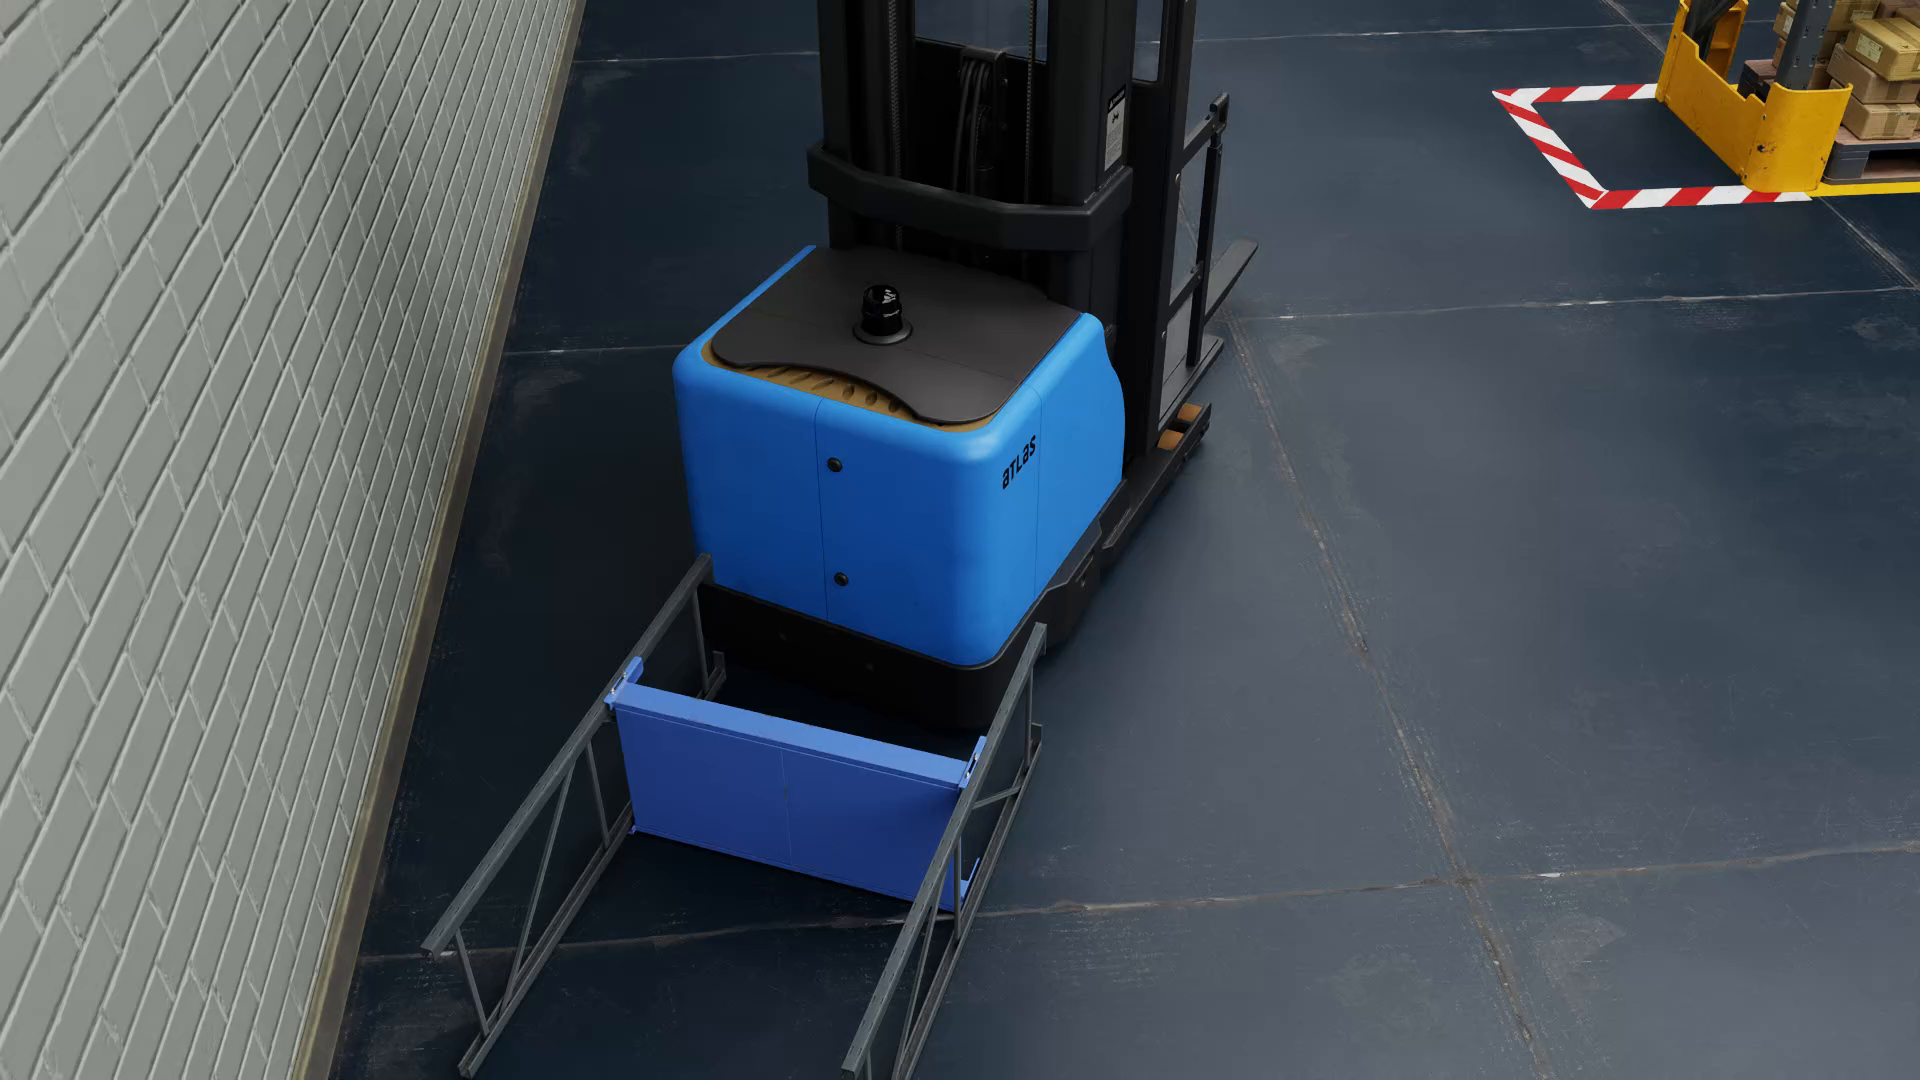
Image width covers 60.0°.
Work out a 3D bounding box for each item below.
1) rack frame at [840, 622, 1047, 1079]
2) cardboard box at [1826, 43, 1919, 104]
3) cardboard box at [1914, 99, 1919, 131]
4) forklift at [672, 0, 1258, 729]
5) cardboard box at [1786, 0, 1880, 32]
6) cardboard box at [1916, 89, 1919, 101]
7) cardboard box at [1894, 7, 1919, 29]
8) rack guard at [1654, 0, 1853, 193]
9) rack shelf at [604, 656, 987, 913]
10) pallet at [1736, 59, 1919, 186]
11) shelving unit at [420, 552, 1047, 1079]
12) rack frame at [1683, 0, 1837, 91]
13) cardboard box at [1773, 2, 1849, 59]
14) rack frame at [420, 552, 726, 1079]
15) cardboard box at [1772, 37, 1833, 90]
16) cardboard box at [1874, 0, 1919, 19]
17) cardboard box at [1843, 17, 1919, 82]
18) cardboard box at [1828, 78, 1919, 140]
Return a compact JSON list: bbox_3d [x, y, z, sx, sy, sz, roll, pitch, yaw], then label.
[{"bbox_3d":[-0.006,0.869,4.214,0.032,0.500,1.500,11,40,14],"label":"rack frame"},{"bbox_3d":[4.314,-2.204,7.844,0.250,0.149,0.380,-2,38,-2],"label":"cardboard box"},{"bbox_3d":[4.573,-2.113,7.968,0.250,0.149,0.380,-3,38,-4],"label":"cardboard box"},{"bbox_3d":[0.278,-1.496,5.280,1.130,2.935,3.031,17,41,21],"label":"forklift"},{"bbox_3d":[4.275,-2.635,8.151,0.250,0.149,0.380,-3,38,-3],"label":"cardboard box"},{"bbox_3d":[4.592,-2.184,7.819,0.250,0.149,0.380,-3,38,-4],"label":"cardboard box"},{"bbox_3d":[4.586,-2.359,7.800,0.250,0.149,0.380,-2,38,-3],"label":"cardboard box"},{"bbox_3d":[3.845,-2.194,8.127,0.348,0.500,1.175,-3,38,-4],"label":"rack guard"},{"bbox_3d":[-0.434,0.666,4.471,1.000,0.538,0.185,11,40,14],"label":"rack shelf"},{"bbox_3d":[4.658,-2.103,8.245,1.213,0.211,1.003,-3,38,-4],"label":"pallet"},{"bbox_3d":[-0.489,0.772,4.337,1.048,0.538,1.500,11,40,14],"label":"shelving unit"},{"bbox_3d":[3.770,-3.171,7.347,0.127,3.000,1.000,-3,38,-4],"label":"rack frame"},{"bbox_3d":[4.270,-2.538,8.268,0.250,0.149,0.380,-4,38,-5],"label":"cardboard box"},{"bbox_3d":[-0.973,0.675,4.460,0.032,0.500,1.500,11,40,14],"label":"rack frame"},{"bbox_3d":[4.276,-2.374,8.300,0.250,0.149,0.380,-3,38,-3],"label":"cardboard box"},{"bbox_3d":[4.530,-2.614,8.123,0.250,0.149,0.380,-2,38,-3],"label":"cardboard box"},{"bbox_3d":[4.322,-2.269,7.687,0.250,0.149,0.380,-5,39,-6],"label":"cardboard box"},{"bbox_3d":[4.320,-2.048,7.886,0.250,0.149,0.380,-2,38,-3],"label":"cardboard box"}]
